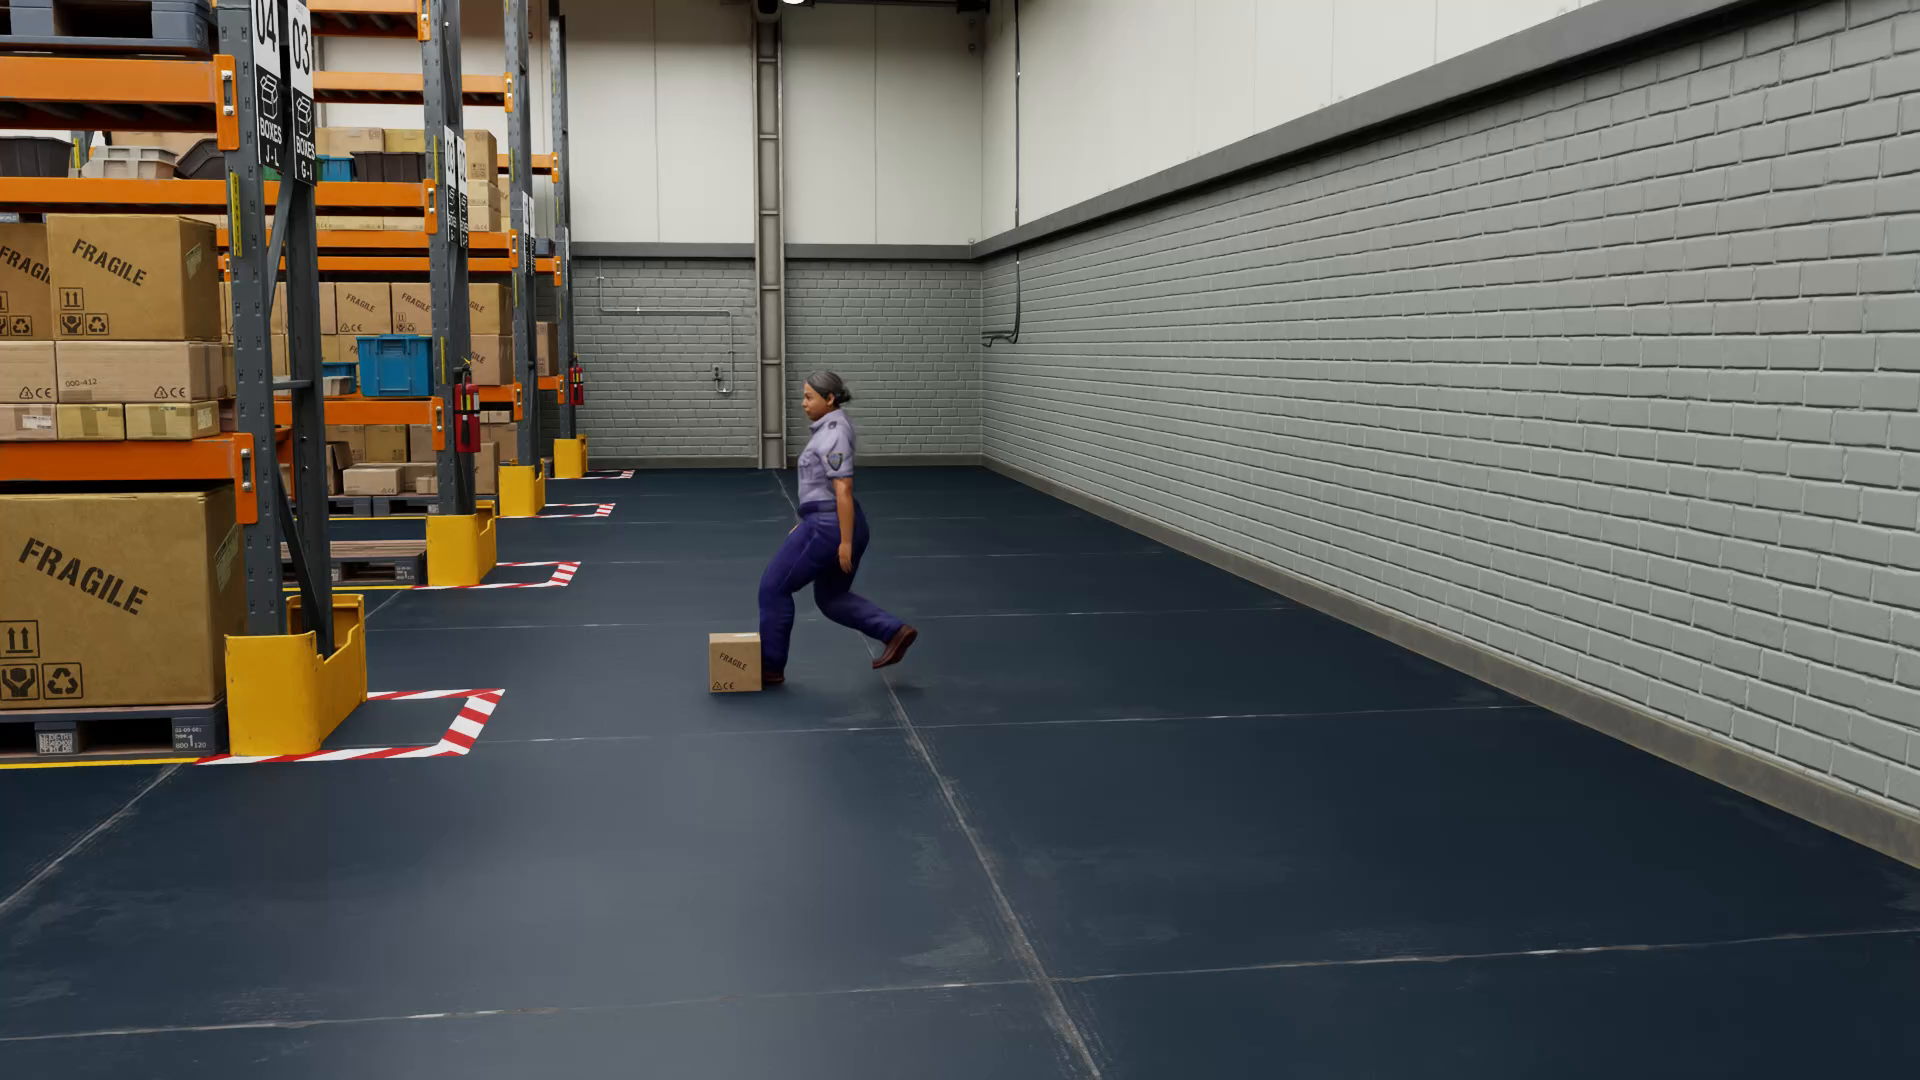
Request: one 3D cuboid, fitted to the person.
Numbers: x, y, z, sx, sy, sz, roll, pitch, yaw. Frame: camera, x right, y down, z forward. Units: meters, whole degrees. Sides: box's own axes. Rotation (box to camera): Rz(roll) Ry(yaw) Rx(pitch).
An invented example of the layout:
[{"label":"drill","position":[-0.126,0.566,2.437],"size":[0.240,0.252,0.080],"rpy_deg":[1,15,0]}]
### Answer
[{"label":"person","position":[-0.689,-0.063,8.247],"size":[0.943,1.551,0.467],"rpy_deg":[1,7,9]}]
